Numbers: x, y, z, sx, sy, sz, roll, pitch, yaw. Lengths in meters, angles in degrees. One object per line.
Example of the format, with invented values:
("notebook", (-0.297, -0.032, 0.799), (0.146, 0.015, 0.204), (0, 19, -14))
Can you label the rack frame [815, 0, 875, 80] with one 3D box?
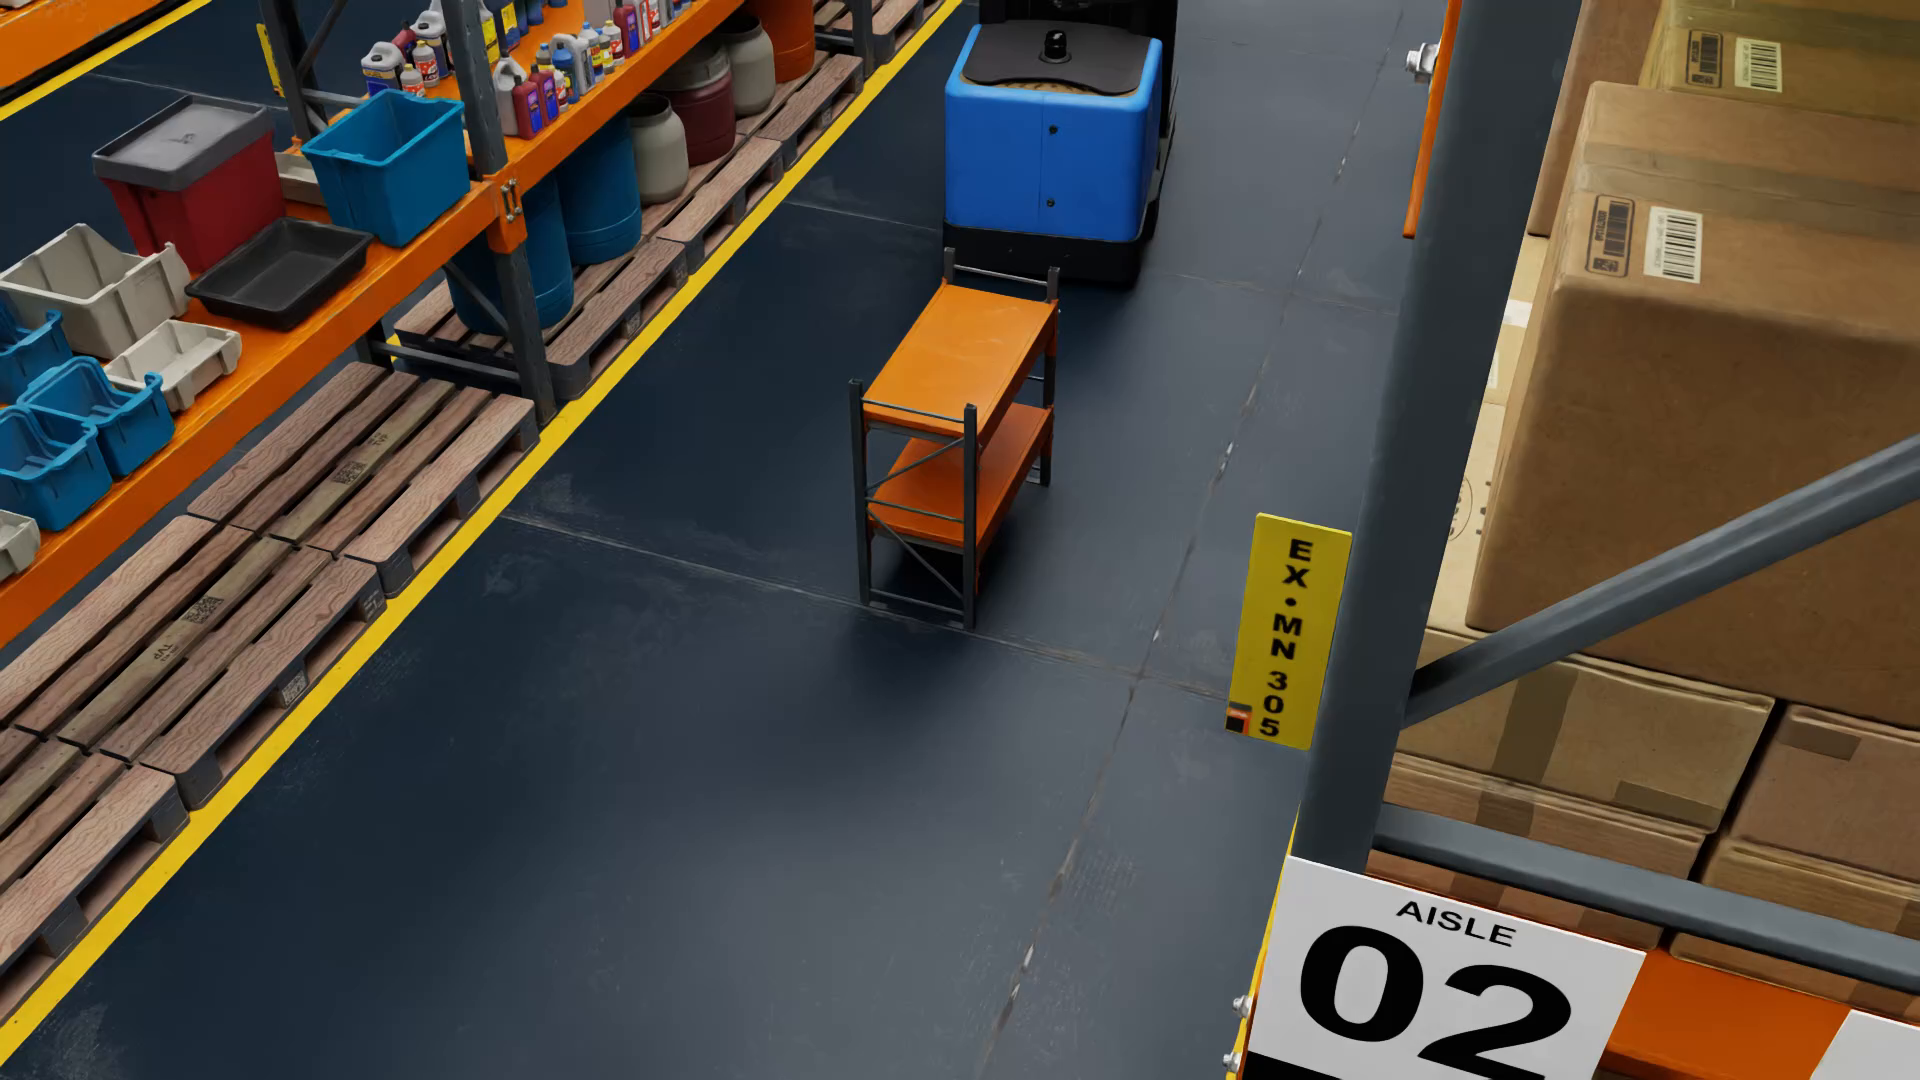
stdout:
("rack frame", (-1.048, -4.261, 9.933), (1.000, 3.000, 0.127), (13, 42, 15))

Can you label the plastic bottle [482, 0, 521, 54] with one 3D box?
("plastic bottle", (-2.210, -2.516, 7.926), (0.144, 0.351, 0.185), (13, 42, 15))

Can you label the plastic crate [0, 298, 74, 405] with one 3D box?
("plastic crate", (-3.322, -0.650, 5.783), (0.416, 0.233, 0.300), (13, 42, 15))

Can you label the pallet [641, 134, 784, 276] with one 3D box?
("pallet", (-1.697, -1.968, 9.394), (1.003, 0.211, 1.213), (13, 42, 15))

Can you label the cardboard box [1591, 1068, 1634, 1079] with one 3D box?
("cardboard box", (1.270, 1.090, 2.814), (0.500, 0.500, 0.500), (15, 43, 16))

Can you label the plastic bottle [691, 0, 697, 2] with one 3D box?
("plastic bottle", (-1.378, -2.921, 8.401), (0.144, 0.351, 0.185), (13, 42, 15))

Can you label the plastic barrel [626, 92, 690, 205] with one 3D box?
("plastic barrel", (-1.694, -2.119, 9.016), (0.421, 0.512, 0.421), (0, 40, 0))

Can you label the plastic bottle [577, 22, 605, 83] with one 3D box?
("plastic bottle", (-1.709, -2.258, 7.684), (0.097, 0.271, 0.097), (0, 40, 0))

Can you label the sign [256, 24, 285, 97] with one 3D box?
("sign", (-2.932, -2.049, 7.128), (0.100, 0.325, 0.005), (13, 42, 15))

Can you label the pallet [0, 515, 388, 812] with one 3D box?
("pallet", (-3.046, 0.444, 6.567), (1.003, 0.211, 1.213), (13, 42, 15))

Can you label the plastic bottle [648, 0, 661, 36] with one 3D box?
("plastic bottle", (-1.517, -2.573, 8.107), (0.097, 0.201, 0.097), (0, 40, 0))

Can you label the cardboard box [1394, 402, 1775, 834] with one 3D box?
("cardboard box", (0.806, 0.076, 2.269), (0.500, 0.250, 0.500), (13, 42, 15))

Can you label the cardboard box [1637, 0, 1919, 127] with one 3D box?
("cardboard box", (1.281, -0.442, 2.299), (0.700, 0.500, 0.500), (13, 42, 15))

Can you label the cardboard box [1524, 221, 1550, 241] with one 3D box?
("cardboard box", (1.151, -0.533, 2.983), (0.500, 0.250, 0.500), (13, 42, 15))

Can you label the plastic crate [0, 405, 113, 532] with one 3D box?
("plastic crate", (-2.939, -0.221, 5.281), (0.416, 0.233, 0.300), (13, 42, 15))

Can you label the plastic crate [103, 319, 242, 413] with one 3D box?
("plastic crate", (-2.728, -0.615, 5.816), (0.293, 0.136, 0.466), (13, 42, 15))

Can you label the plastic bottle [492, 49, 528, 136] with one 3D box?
("plastic bottle", (-1.977, -1.970, 7.285), (0.144, 0.351, 0.185), (13, 42, 15))

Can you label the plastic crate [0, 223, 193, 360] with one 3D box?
("plastic crate", (-3.111, -0.908, 6.049), (0.437, 0.282, 0.530), (13, 42, 15))

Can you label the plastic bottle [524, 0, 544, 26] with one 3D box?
("plastic bottle", (-2.118, -2.680, 8.180), (0.097, 0.271, 0.097), (0, 40, 0))

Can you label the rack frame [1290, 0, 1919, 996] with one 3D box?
("rack frame", (0.870, -0.562, 0.975), (1.000, 3.000, 0.127), (13, 42, 15))

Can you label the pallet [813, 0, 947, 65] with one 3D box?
("pallet", (-0.746, -3.664, 11.382), (1.003, 0.211, 1.213), (13, 42, 15))

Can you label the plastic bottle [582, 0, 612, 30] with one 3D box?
("plastic bottle", (-1.726, -2.570, 8.047), (0.152, 0.276, 0.135), (13, 42, 15))

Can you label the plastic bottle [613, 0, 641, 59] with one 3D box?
("plastic bottle", (-1.586, -2.447, 7.897), (0.061, 0.283, 0.133), (13, 42, 15))

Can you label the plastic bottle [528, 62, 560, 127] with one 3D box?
("plastic bottle", (-1.844, -1.987, 7.358), (0.061, 0.283, 0.133), (13, 42, 15))

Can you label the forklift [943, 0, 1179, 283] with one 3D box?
("forklift", (0.695, -3.428, 9.009), (1.130, 2.935, 3.031), (7, 41, 8))

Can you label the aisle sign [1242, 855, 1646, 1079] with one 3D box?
("aisle sign", (0.559, 0.705, 2.110), (0.394, 0.787, 0.004), (13, 42, 15))

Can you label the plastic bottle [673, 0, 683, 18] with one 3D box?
("plastic bottle", (-1.438, -2.741, 8.250), (0.097, 0.271, 0.097), (0, 40, 0))

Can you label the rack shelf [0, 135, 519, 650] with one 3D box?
("rack shelf", (-3.099, -0.327, 5.877), (1.077, 0.370, 4.000), (13, 42, 15))

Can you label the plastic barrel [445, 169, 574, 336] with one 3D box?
("plastic barrel", (-2.213, -1.510, 8.003), (0.600, 0.901, 0.708), (13, 42, 15))

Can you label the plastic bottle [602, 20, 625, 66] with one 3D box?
("plastic bottle", (-1.642, -2.350, 7.846), (0.097, 0.201, 0.097), (0, 40, 0))

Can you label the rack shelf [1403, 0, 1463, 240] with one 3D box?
("rack shelf", (1.554, -1.507, 2.640), (1.077, 0.370, 4.000), (13, 42, 15))

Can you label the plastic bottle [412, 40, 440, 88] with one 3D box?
("plastic bottle", (-2.468, -2.202, 7.673), (0.097, 0.201, 0.097), (0, 40, 0))

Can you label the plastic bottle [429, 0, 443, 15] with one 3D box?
("plastic bottle", (-2.409, -2.435, 7.831), (0.144, 0.351, 0.185), (13, 42, 15))

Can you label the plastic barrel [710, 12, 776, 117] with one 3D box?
("plastic barrel", (-1.308, -2.808, 9.823), (0.421, 0.512, 0.421), (0, 40, 0))

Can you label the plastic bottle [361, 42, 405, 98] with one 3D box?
("plastic bottle", (-2.585, -2.086, 7.479), (0.152, 0.276, 0.135), (13, 42, 15))

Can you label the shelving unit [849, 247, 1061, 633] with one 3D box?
("shelving unit", (-0.002, -0.424, 6.880), (0.538, 1.125, 1.048), (13, 42, 15))

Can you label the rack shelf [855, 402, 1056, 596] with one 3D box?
("rack shelf", (-0.002, -0.238, 7.039), (0.538, 0.278, 1.000), (13, 42, 15))

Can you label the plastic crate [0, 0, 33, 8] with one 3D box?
("plastic crate", (-2.735, -1.761, 4.783), (0.437, 0.282, 0.530), (13, 42, 15))

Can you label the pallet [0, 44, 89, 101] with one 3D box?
("pallet", (-6.461, -3.093, 10.713), (1.003, 0.211, 1.213), (13, 42, 15))

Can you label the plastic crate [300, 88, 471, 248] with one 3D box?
("plastic crate", (-2.255, -1.477, 6.636), (0.392, 0.384, 0.575), (13, 42, 15))

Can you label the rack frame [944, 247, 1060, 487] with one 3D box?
("rack frame", (0.172, -0.734, 7.243), (0.500, 1.125, 0.032), (13, 42, 15))

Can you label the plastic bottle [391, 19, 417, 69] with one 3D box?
("plastic bottle", (-2.548, -2.240, 7.654), (0.061, 0.283, 0.133), (13, 42, 15))

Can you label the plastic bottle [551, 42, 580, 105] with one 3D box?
("plastic bottle", (-1.788, -2.116, 7.518), (0.097, 0.271, 0.097), (0, 40, 0))

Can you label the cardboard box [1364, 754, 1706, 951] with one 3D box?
("cardboard box", (0.798, 0.264, 2.433), (0.500, 0.250, 0.500), (13, 42, 15))
